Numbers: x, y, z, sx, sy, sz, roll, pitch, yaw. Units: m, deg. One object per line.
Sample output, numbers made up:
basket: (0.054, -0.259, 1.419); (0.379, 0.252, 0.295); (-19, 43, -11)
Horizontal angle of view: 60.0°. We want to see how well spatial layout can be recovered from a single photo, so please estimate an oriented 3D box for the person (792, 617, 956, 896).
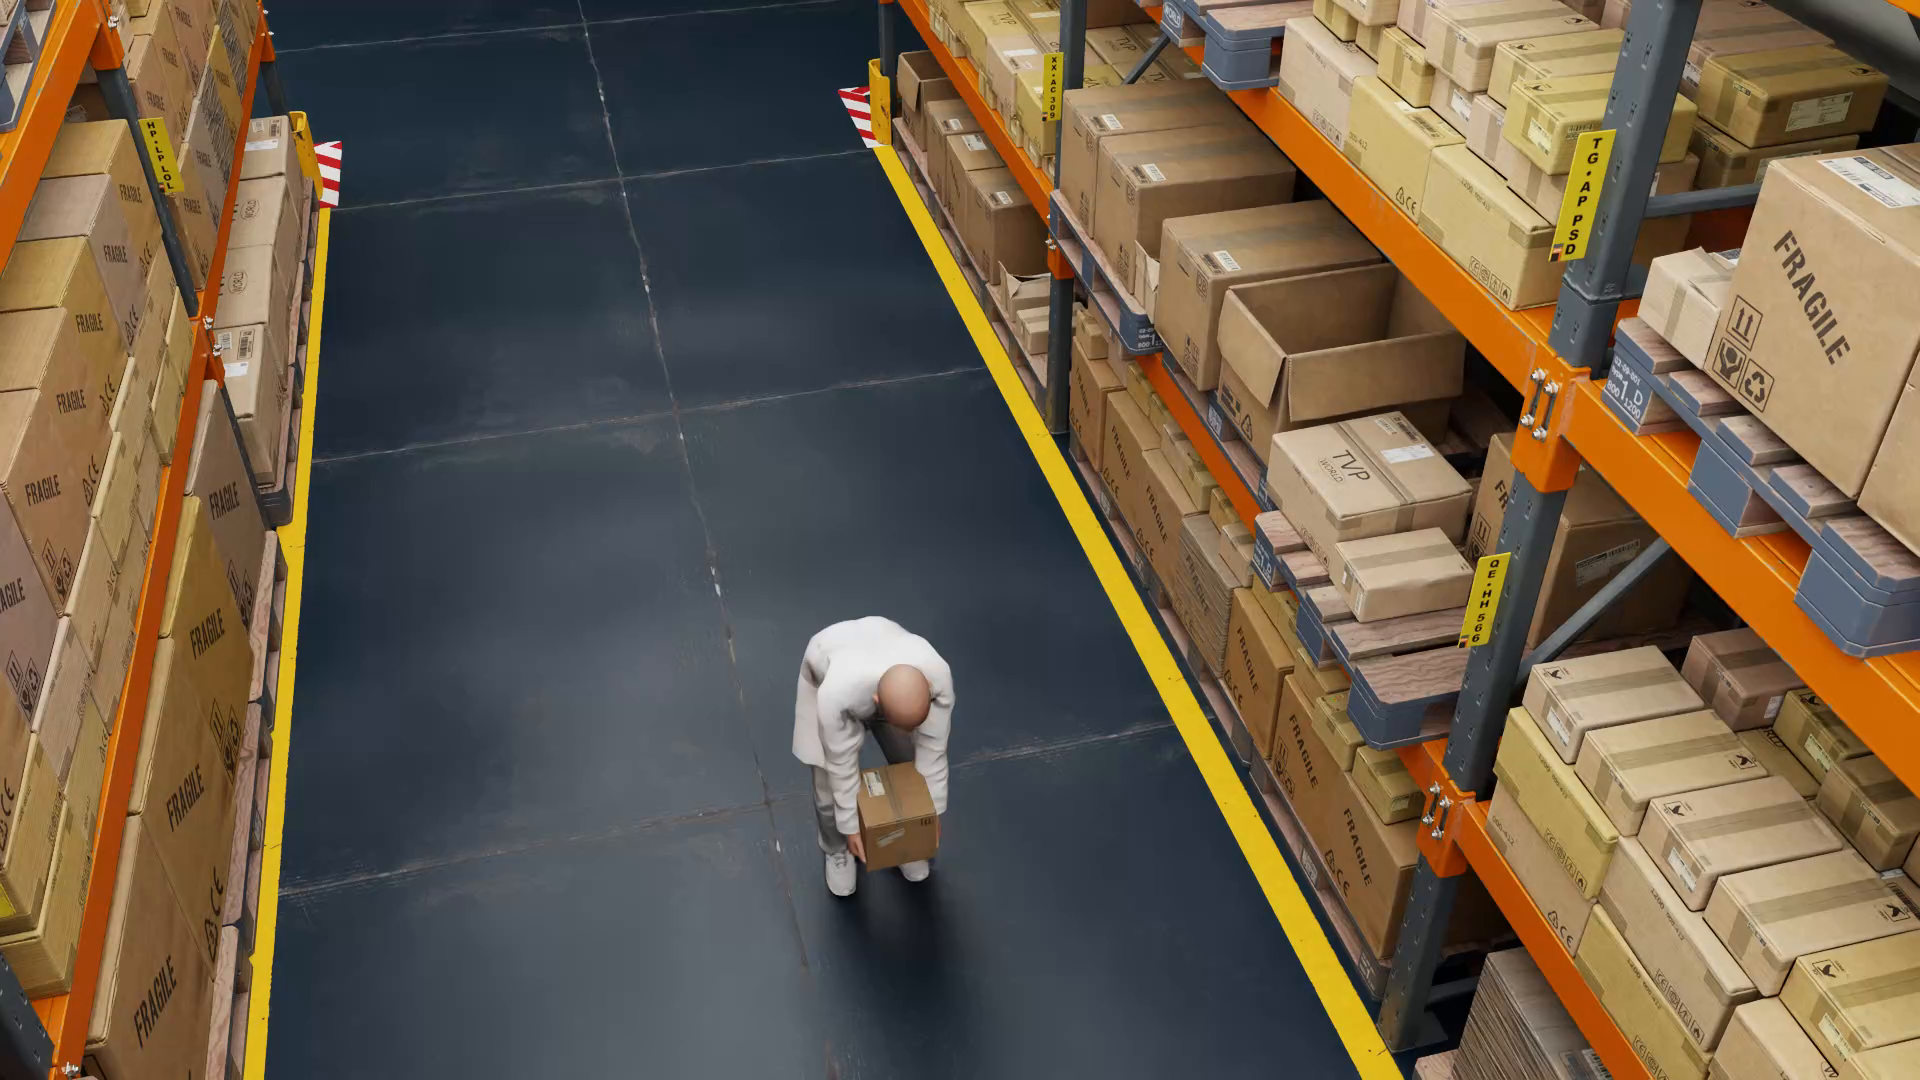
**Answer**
person: (-0.296, 0.806, 5.993); (0.560, 1.403, 0.858); (-10, 39, -13)
